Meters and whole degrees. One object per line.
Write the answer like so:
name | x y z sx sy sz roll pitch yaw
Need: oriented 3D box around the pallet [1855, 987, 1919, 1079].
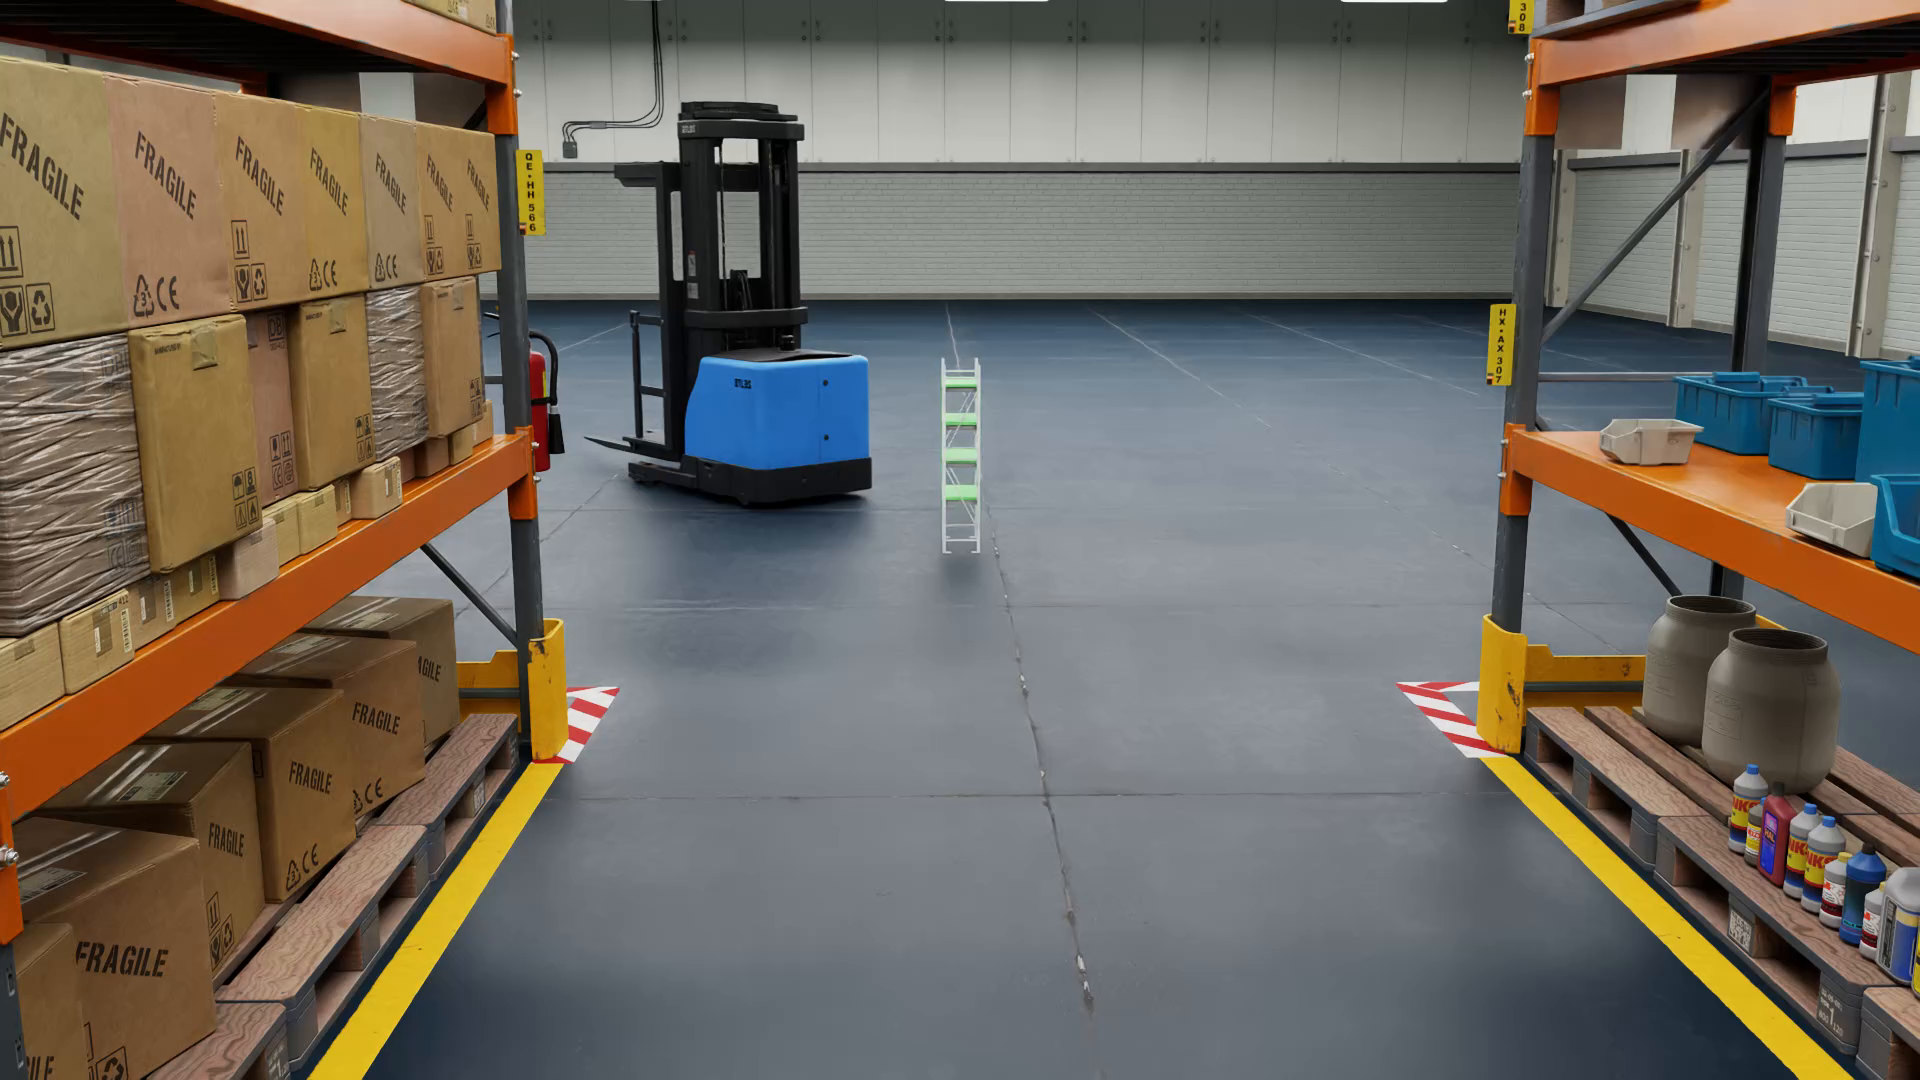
pallet | 2.838 1.377 3.743 1.003 0.211 1.213 0 11 -1

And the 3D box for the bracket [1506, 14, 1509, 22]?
bracket | 12.479 -11.776 37.420 0.235 0.232 0.430 0 11 -1

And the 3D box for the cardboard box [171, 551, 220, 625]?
cardboard box | -1.885 0.094 3.682 0.380 0.149 0.250 0 11 -1

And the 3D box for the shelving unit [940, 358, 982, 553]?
shelving unit | 0.003 -0.555 10.778 0.258 1.200 0.503 0 11 -1

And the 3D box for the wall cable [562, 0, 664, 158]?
wall cable | -7.849 -11.624 37.170 2.305 6.003 0.169 0 11 -1

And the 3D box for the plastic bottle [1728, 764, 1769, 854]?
plastic bottle | 2.453 0.832 5.171 0.097 0.271 0.097 0 11 0

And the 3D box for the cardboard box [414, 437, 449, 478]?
cardboard box | -1.961 -0.303 5.641 0.380 0.149 0.250 0 11 -1

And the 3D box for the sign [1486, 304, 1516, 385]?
sign | 2.177 -0.786 6.691 0.100 0.325 0.005 0 11 -1

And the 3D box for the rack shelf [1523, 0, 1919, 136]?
rack shelf | 2.769 -1.371 4.539 1.077 0.370 4.000 0 11 -1

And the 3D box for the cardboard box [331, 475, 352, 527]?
cardboard box | -1.940 -0.104 4.661 0.380 0.149 0.250 0 11 -1

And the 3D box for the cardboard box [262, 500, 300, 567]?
cardboard box | -1.896 -0.005 4.172 0.380 0.149 0.250 0 11 -1

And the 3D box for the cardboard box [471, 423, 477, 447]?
cardboard box | -2.008 -0.402 6.130 0.380 0.149 0.250 0 11 -1

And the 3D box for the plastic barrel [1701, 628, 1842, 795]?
plastic barrel | 2.828 0.592 5.797 0.421 0.512 0.421 0 11 0

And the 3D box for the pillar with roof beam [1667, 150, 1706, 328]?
pillar with roof beam | 8.712 -8.250 29.090 9.100 9.000 0.400 0 11 -1

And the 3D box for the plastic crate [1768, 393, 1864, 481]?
plastic crate | 3.045 -0.351 5.620 0.499 0.251 0.408 0 11 -1

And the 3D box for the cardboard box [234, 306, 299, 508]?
cardboard box | -2.175 -0.319 4.087 0.875 0.500 0.500 0 11 -1

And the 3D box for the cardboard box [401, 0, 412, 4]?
cardboard box | -1.945 -1.732 4.884 0.500 0.250 0.500 0 11 0

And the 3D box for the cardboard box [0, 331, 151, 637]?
cardboard box | -2.089 -0.120 3.109 0.875 0.500 0.500 0 11 -1

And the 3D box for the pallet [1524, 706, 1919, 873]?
pallet | 2.787 0.892 6.133 1.003 0.211 1.213 0 11 -1

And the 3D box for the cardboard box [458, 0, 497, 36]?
cardboard box | -1.961 -1.933 5.875 0.500 0.250 0.500 0 11 0

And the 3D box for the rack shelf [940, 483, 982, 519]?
rack shelf | 0.003 -0.257 10.838 0.258 0.148 0.480 0 11 -1

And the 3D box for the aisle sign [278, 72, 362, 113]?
aisle sign | -2.526 -1.916 6.422 0.394 0.787 0.004 0 11 -1

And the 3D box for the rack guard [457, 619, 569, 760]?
rack guard | -2.223 0.609 6.800 1.175 0.500 0.348 0 11 -1

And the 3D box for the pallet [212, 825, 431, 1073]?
pallet | -2.219 1.154 4.839 1.003 0.211 1.213 0 11 -1

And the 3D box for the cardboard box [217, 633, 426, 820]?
cardboard box | -2.182 0.631 5.635 0.500 0.500 0.500 3 12 14

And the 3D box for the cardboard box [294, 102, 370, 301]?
cardboard box | -1.940 -0.909 4.483 0.500 0.500 0.500 0 11 -1

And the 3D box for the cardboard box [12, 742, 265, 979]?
cardboard box | -2.221 0.867 4.474 0.500 0.500 0.500 -1 12 -6

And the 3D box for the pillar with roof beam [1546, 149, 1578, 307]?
pillar with roof beam | 8.588 -9.442 34.969 9.100 9.000 0.548 0 11 -1

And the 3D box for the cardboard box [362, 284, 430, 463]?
cardboard box | -2.143 -0.518 5.068 0.875 0.500 0.500 0 11 -1

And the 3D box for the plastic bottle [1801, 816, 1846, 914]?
plastic bottle | 2.462 0.920 4.737 0.097 0.271 0.097 0 11 0

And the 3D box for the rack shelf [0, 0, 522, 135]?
rack shelf | -2.183 -1.351 4.439 1.077 0.370 4.000 0 11 -1

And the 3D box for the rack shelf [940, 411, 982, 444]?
rack shelf | 0.003 -0.728 10.743 0.258 0.148 0.480 0 11 -1

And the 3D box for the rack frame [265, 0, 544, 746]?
rack frame | -2.224 -0.631 6.626 1.000 3.000 0.127 0 11 -1

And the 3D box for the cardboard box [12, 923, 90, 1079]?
cardboard box | -2.110 1.104 3.306 0.500 0.500 0.500 -1 11 -3

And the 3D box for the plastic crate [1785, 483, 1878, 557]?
plastic crate | 2.523 -0.049 4.419 0.530 0.136 0.437 0 11 -1

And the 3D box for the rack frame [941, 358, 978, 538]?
rack frame | -0.002 -0.604 11.017 0.240 1.200 0.015 0 11 -1

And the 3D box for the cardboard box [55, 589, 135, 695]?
cardboard box | -1.838 0.193 3.193 0.380 0.149 0.250 0 11 -1

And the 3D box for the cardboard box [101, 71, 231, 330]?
cardboard box | -1.909 -0.711 3.503 0.500 0.500 0.500 0 11 -1

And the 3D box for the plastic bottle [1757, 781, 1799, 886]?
plastic bottle | 2.440 0.871 4.947 0.061 0.283 0.133 0 11 0

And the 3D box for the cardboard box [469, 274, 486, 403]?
cardboard box | -2.241 -0.716 6.047 0.875 0.500 0.500 0 11 -1

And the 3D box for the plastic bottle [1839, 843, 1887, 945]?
plastic bottle | 2.467 0.960 4.538 0.097 0.271 0.097 0 11 0

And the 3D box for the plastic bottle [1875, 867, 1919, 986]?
plastic bottle | 2.499 1.001 4.323 0.152 0.276 0.135 0 11 0

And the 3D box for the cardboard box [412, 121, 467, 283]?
cardboard box | -1.950 -1.108 5.463 0.500 0.500 0.500 0 11 -1

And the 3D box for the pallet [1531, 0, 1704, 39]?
pallet | 2.647 -1.864 5.634 1.003 0.211 1.213 0 11 -1

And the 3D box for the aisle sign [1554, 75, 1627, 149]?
aisle sign | 2.433 -1.939 6.532 0.394 0.787 0.004 0 11 -1

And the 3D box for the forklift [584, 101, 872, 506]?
forklift | -2.008 -1.923 13.164 1.130 2.935 3.031 -10 15 -39

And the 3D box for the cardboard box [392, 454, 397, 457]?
cardboard box | -1.970 -0.204 5.151 0.380 0.149 0.250 0 11 -1

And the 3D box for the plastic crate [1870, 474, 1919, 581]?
plastic crate | 2.516 -0.002 3.900 0.499 0.251 0.616 0 11 -1
